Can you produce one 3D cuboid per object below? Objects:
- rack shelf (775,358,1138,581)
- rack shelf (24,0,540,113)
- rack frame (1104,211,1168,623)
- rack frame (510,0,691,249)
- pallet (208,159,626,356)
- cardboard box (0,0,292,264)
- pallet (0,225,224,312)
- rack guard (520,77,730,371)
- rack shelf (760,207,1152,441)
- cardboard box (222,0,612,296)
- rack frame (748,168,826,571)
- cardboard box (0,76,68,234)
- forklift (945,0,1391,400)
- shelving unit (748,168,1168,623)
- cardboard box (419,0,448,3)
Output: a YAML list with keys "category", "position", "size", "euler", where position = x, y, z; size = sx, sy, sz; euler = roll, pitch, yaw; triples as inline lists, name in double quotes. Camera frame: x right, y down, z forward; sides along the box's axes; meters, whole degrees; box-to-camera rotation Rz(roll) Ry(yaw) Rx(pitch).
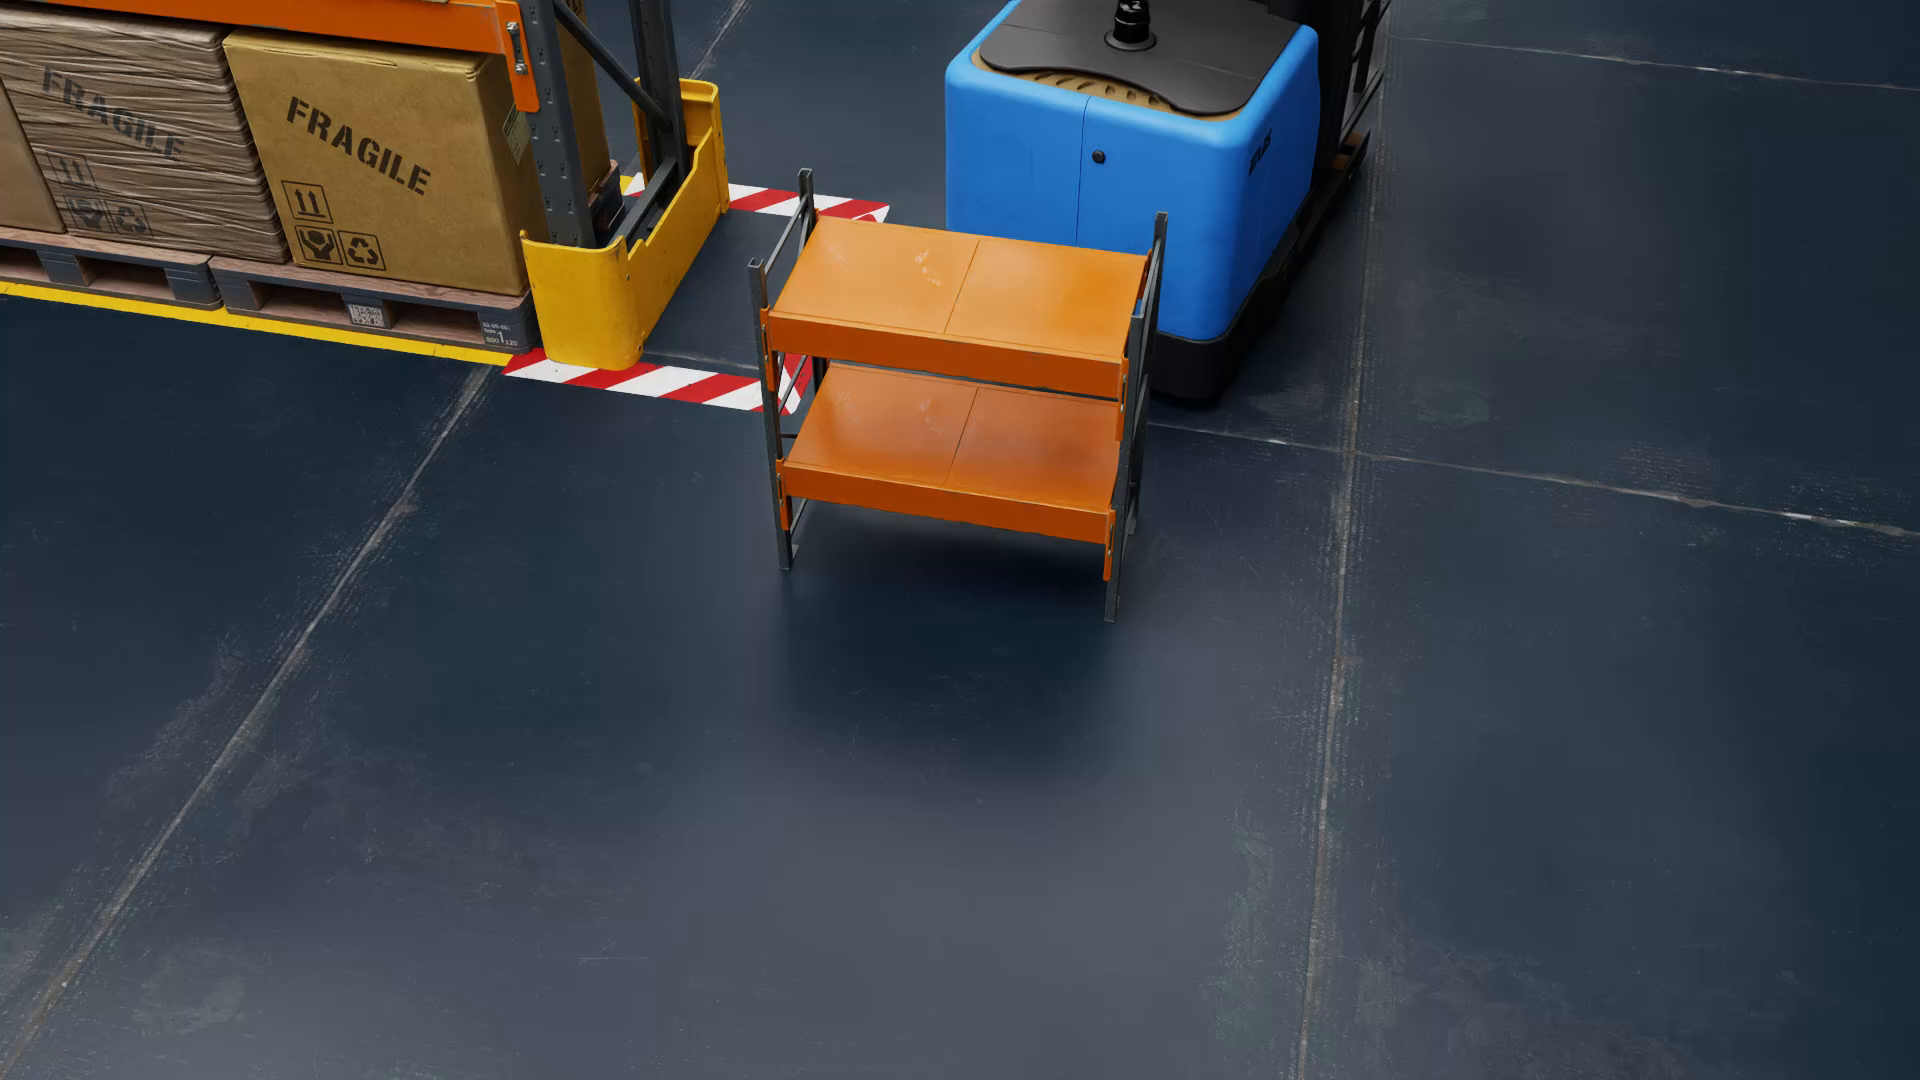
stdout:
- category: "rack shelf"
  position: [0.007, -0.228, 5.028]
  size: [1.000, 0.278, 0.538]
  euler: [9, 45, 9]
- category: "rack shelf"
  position: [-3.175, -2.137, 5.826]
  size: [4.000, 0.370, 1.077]
  euler: [9, 45, 9]
- category: "rack frame"
  position: [0.503, -0.327, 4.779]
  size: [0.032, 1.125, 0.500]
  euler: [9, 45, 9]
- category: "rack frame"
  position: [-1.224, -2.094, 5.262]
  size: [0.127, 3.000, 1.000]
  euler: [9, 45, 9]
- category: "pallet"
  position: [-2.021, -1.157, 6.300]
  size: [1.213, 0.211, 1.003]
  euler: [9, 45, 9]
- category: "cardboard box"
  position: [-2.754, -1.660, 6.041]
  size: [0.875, 0.875, 0.875]
  euler: [9, 45, 9]
- category: "pallet"
  position: [-3.208, -1.343, 6.493]
  size: [1.213, 0.211, 1.003]
  euler: [9, 45, 9]
- category: "rack guard"
  position: [-1.200, -1.189, 6.125]
  size: [0.348, 0.500, 1.175]
  euler: [9, 45, 9]
- category: "rack shelf"
  position: [0.007, -0.615, 4.656]
  size: [1.000, 0.278, 0.538]
  euler: [9, 45, 9]
- category: "cardboard box"
  position: [-1.866, -1.522, 5.898]
  size: [0.875, 0.875, 0.875]
  euler: [9, 45, 9]
- category: "rack frame"
  position: [-0.489, -0.481, 4.939]
  size: [0.032, 1.125, 0.500]
  euler: [9, 45, 9]
- category: "cardboard box"
  position: [-3.622, -1.795, 6.181]
  size: [0.875, 0.875, 0.875]
  euler: [9, 45, 9]
- category: "forklift"
  position: [1.021, -2.560, 5.796]
  size: [1.130, 2.935, 3.031]
  euler: [18, 47, 18]
- category: "shelving unit"
  position: [0.007, -0.404, 4.859]
  size: [1.048, 1.125, 0.538]
  euler: [9, 45, 9]
- category: "cardboard box"
  position: [-1.643, -1.834, 5.174]
  size: [0.250, 0.149, 0.380]
  euler: [10, 45, 10]
